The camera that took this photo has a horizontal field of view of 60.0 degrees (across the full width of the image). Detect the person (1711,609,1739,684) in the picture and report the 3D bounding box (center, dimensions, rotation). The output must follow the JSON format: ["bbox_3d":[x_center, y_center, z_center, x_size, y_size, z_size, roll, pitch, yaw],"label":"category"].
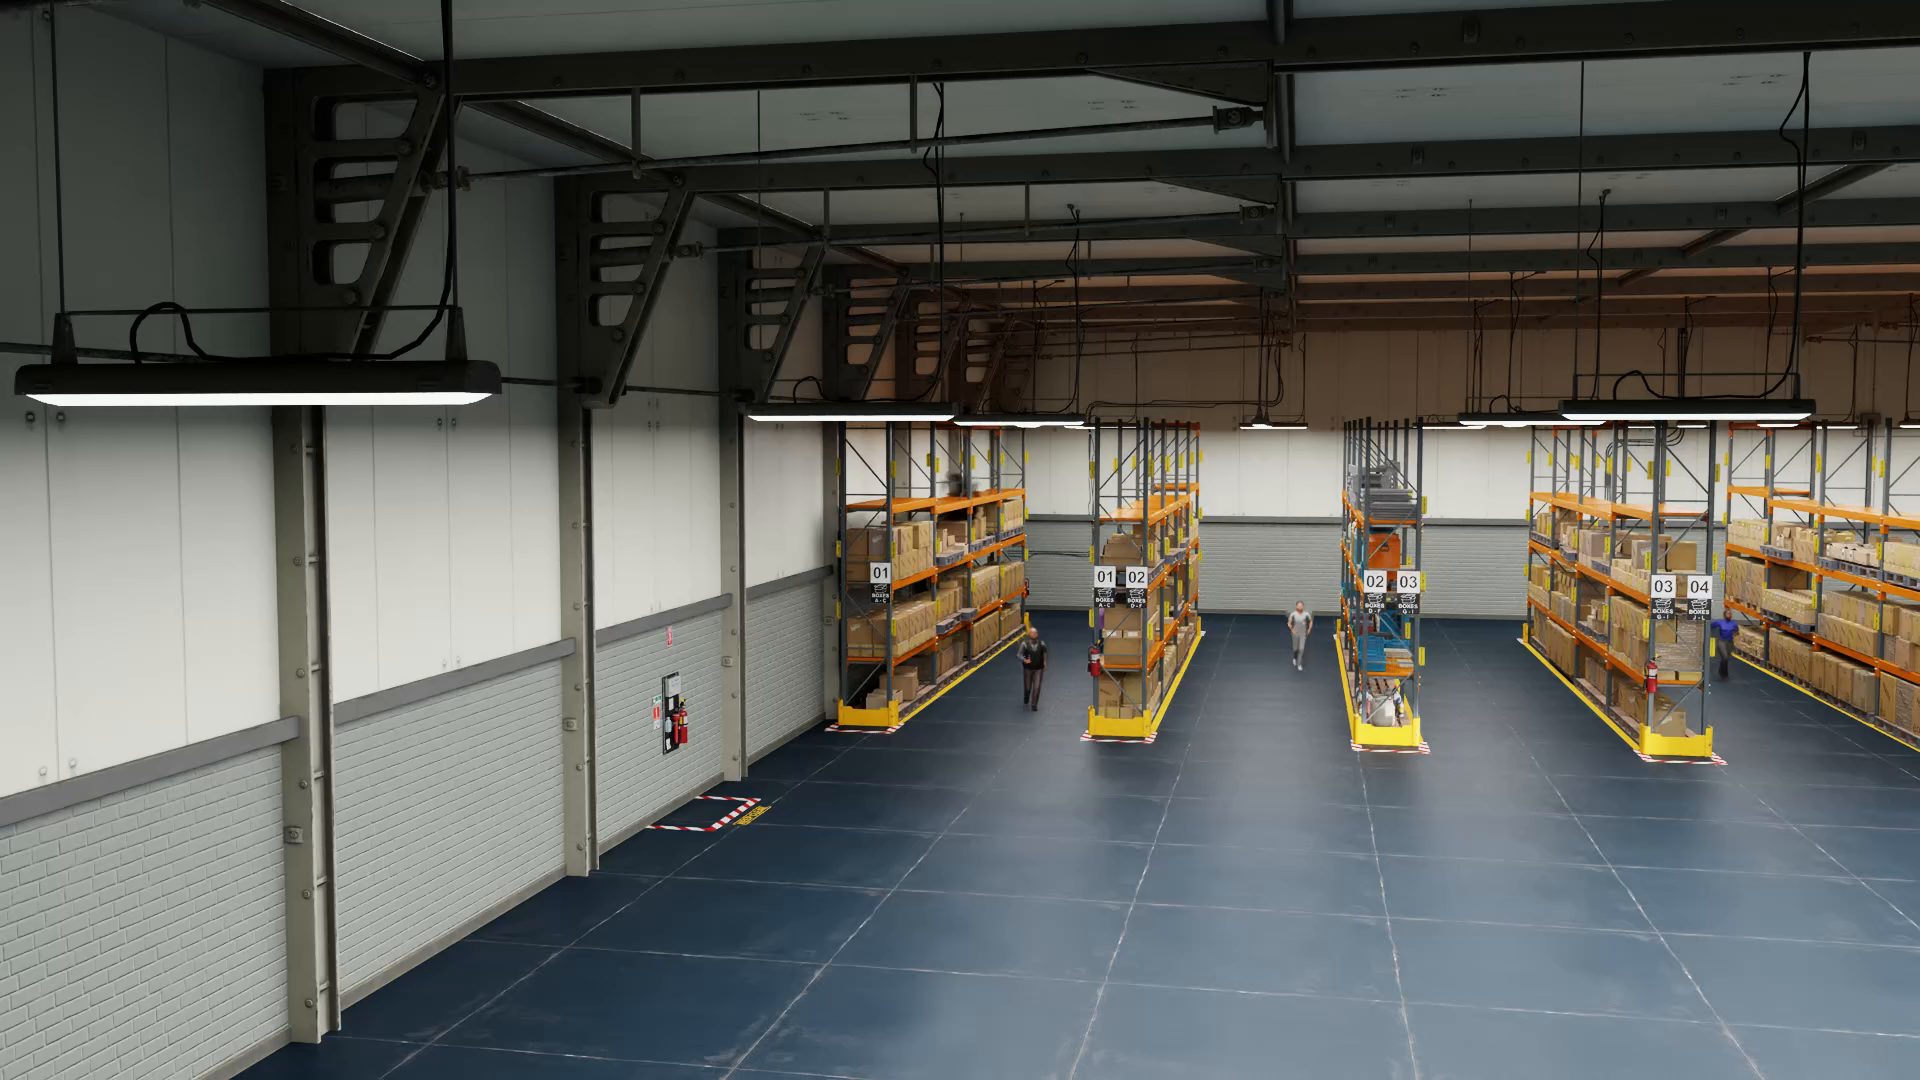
[{"bbox_3d":[17.521,2.429,38.127,0.584,1.701,0.854,0,4,0],"label":"person"}]

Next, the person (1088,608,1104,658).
[{"bbox_3d":[3.449,2.236,41.557,0.527,1.560,0.552,1,4,10],"label":"person"}]

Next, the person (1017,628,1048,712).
[{"bbox_3d":[1.506,2.655,34.227,0.664,1.687,0.720,0,4,-6],"label":"person"}]

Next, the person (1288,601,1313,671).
[{"bbox_3d":[8.234,2.296,40.245,0.590,1.657,0.702,1,4,9],"label":"person"}]
